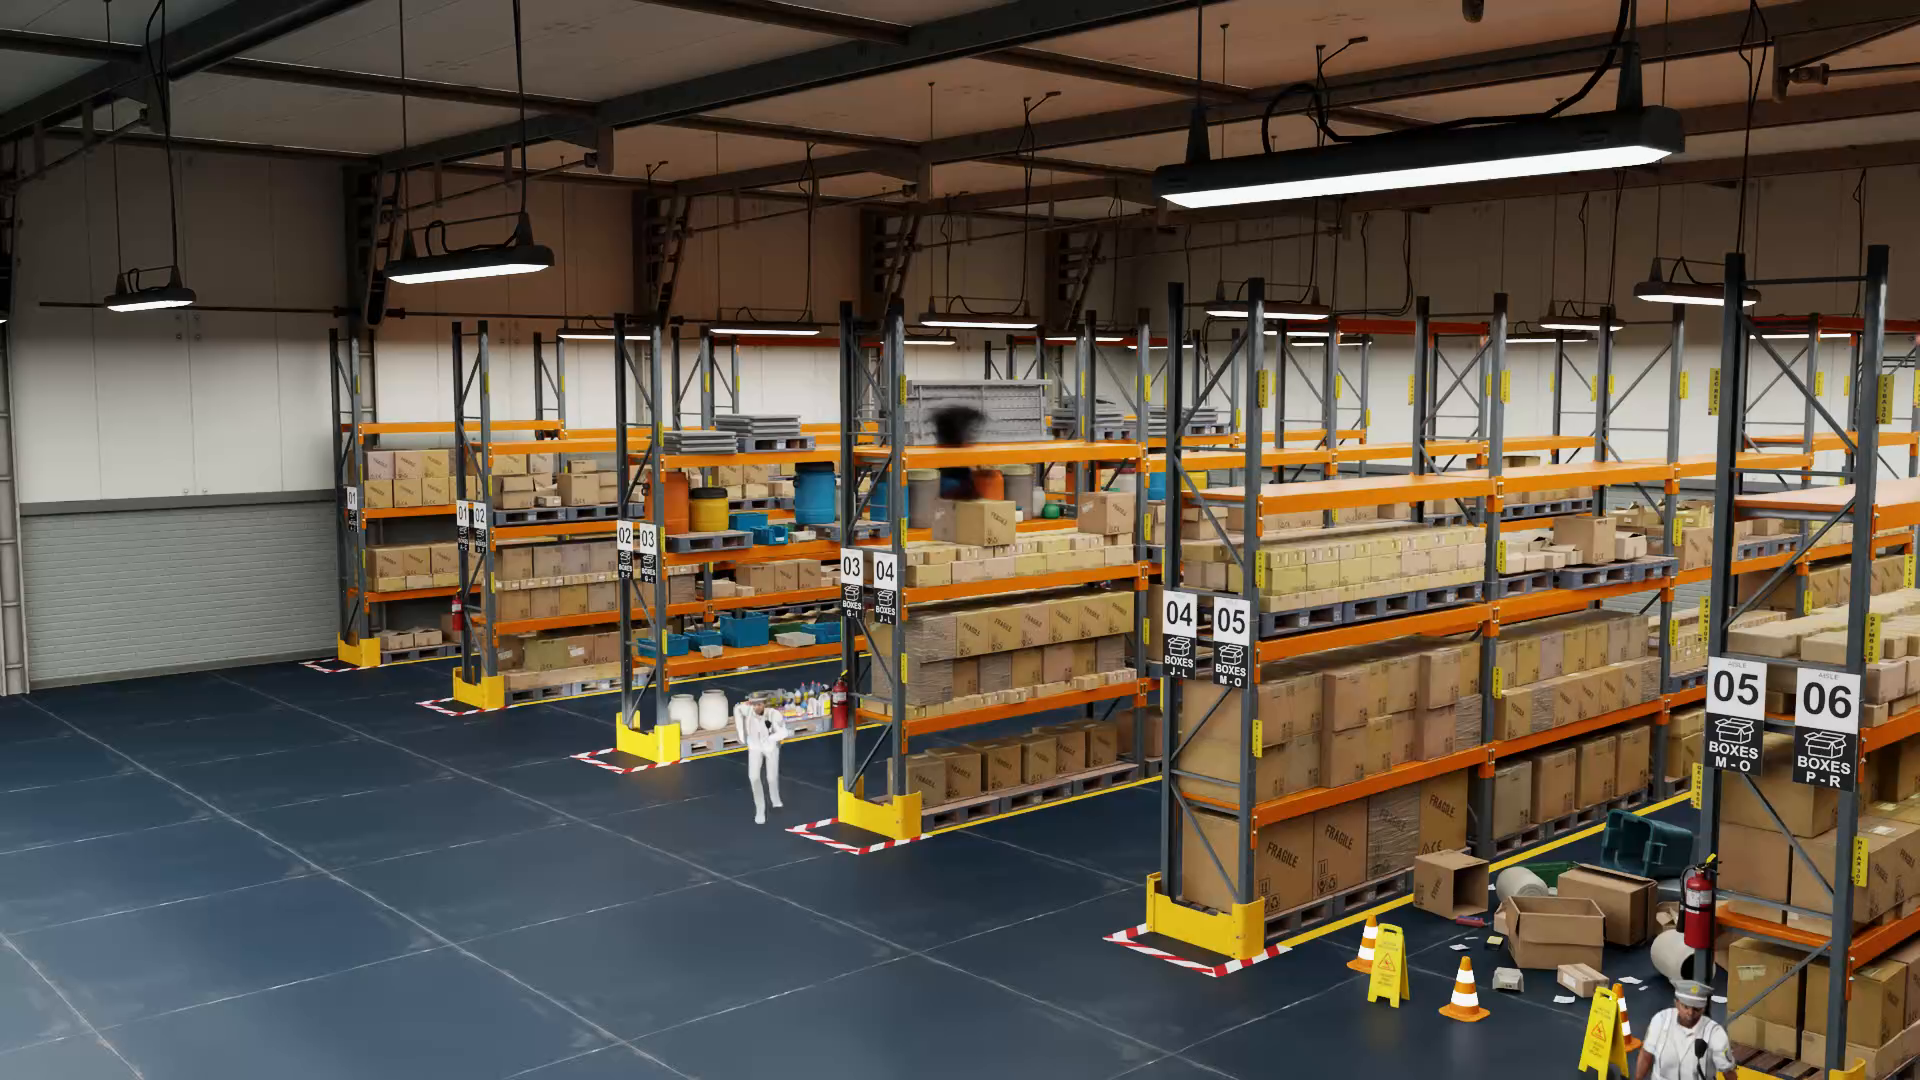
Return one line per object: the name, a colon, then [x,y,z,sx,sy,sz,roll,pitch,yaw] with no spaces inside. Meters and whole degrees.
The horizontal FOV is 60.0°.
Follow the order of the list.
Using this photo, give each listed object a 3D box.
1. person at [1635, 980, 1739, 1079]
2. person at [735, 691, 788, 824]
person: [4.454,3.376,10.109,0.639,1.607,0.802,4,7,36]
person: [-2.298,2.495,19.422,0.662,1.608,0.947,1,6,7]
